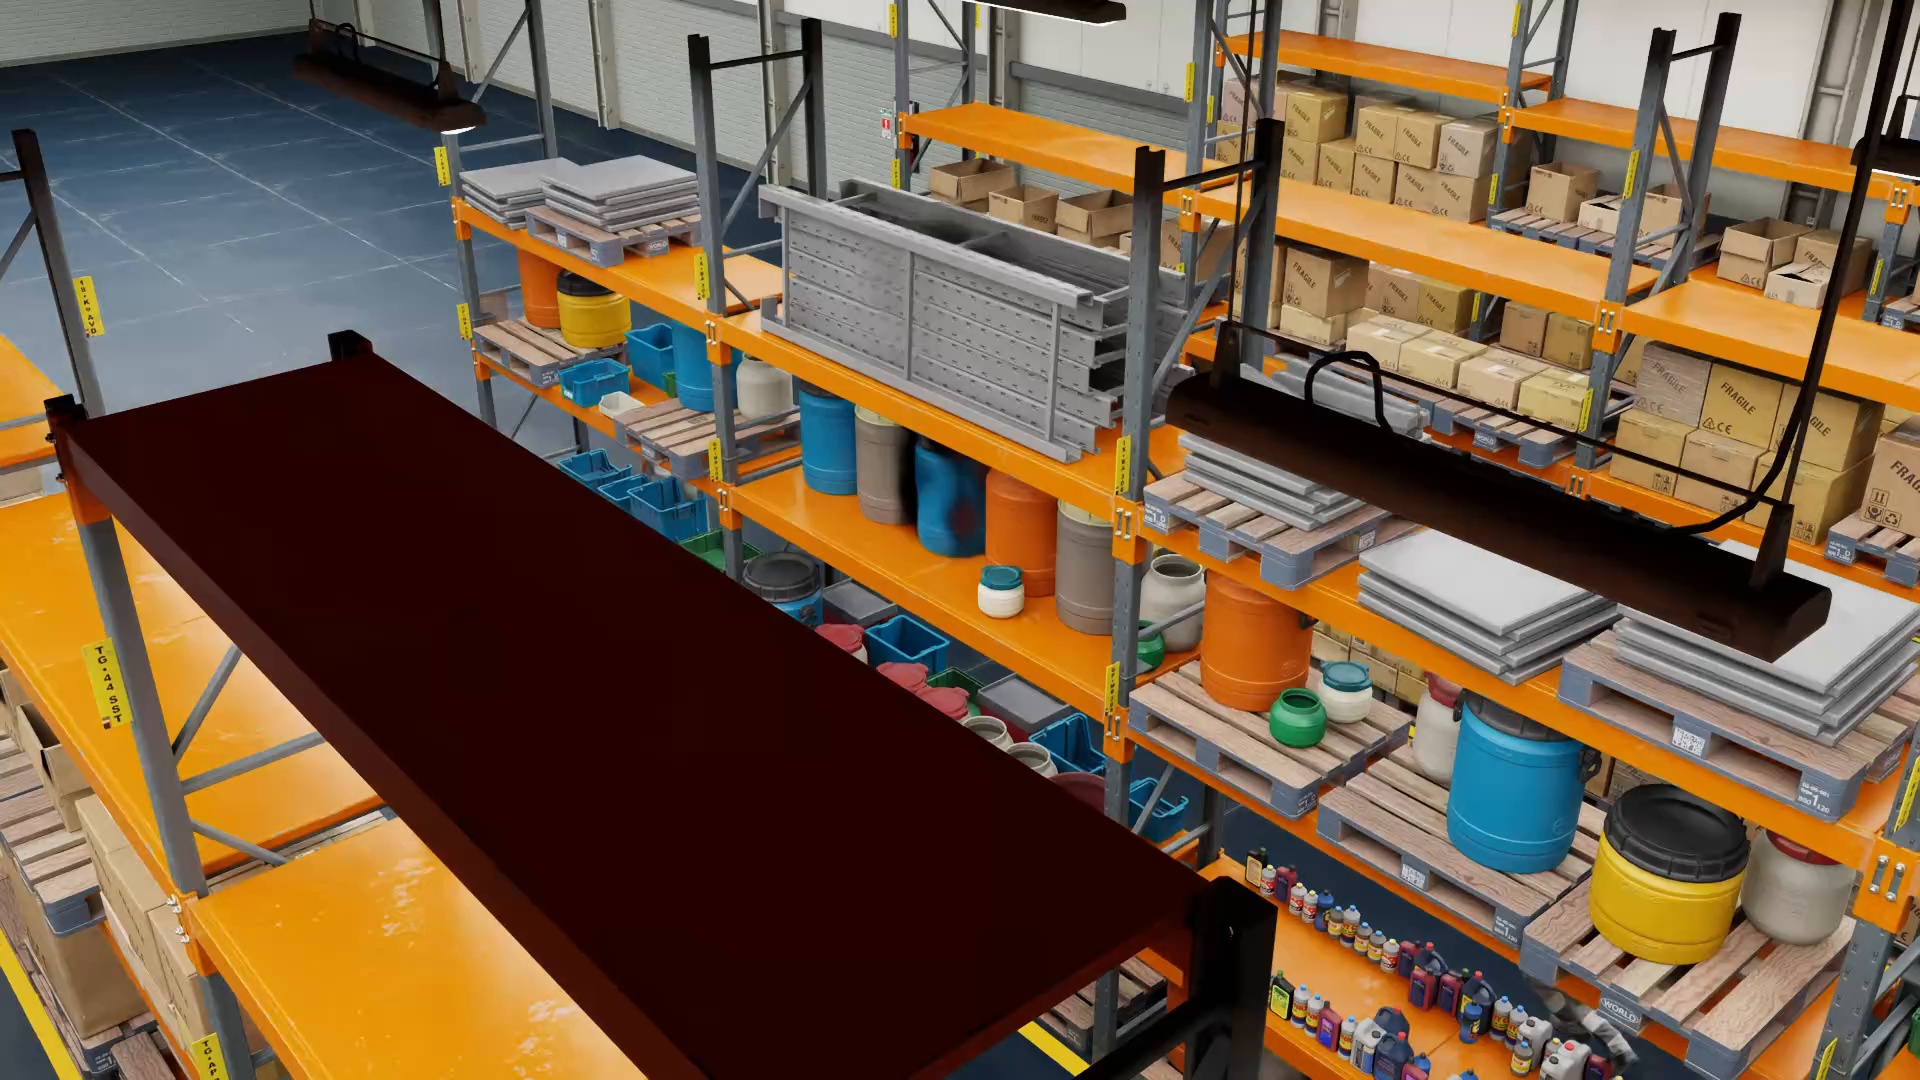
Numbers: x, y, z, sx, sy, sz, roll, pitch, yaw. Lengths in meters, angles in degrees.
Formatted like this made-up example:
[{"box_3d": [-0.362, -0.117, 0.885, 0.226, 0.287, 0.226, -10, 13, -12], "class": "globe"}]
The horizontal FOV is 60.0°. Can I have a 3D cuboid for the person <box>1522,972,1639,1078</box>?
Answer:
[{"box_3d": [3.924, 2.645, 10.357, 0.652, 1.578, 0.788, -22, 34, -36], "class": "person"}]

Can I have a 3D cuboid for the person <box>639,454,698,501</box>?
[{"box_3d": [-2.924, -0.682, 17.057, 0.696, 1.749, 0.624, -11, 29, -21], "class": "person"}]
